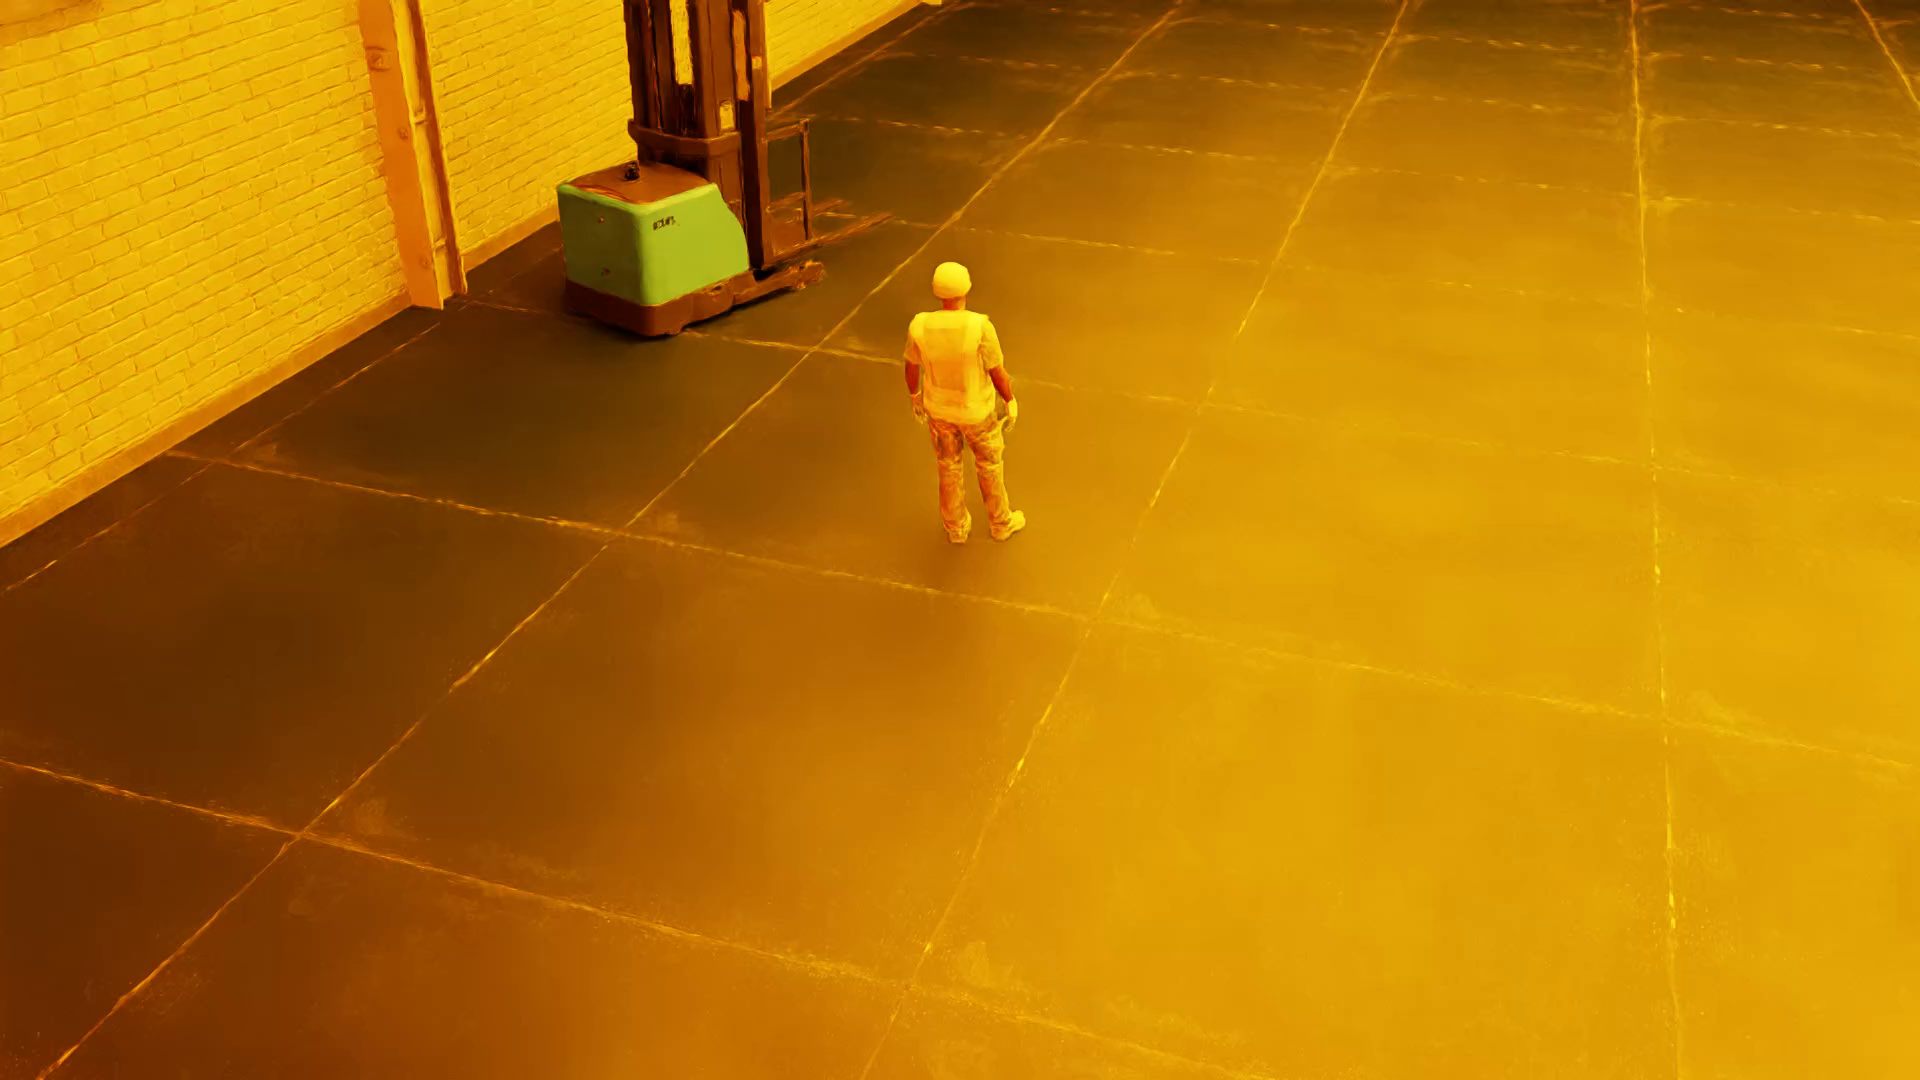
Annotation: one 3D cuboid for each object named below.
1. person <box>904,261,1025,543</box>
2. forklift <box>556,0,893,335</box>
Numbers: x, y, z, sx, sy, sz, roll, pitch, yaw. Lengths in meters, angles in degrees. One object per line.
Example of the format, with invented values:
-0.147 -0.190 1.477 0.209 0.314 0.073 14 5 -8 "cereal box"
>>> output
0.031 -0.813 9.708 0.655 1.782 0.576 10 31 16 "person"
-1.798 -3.495 13.268 1.130 2.935 3.031 22 36 33 "forklift"
